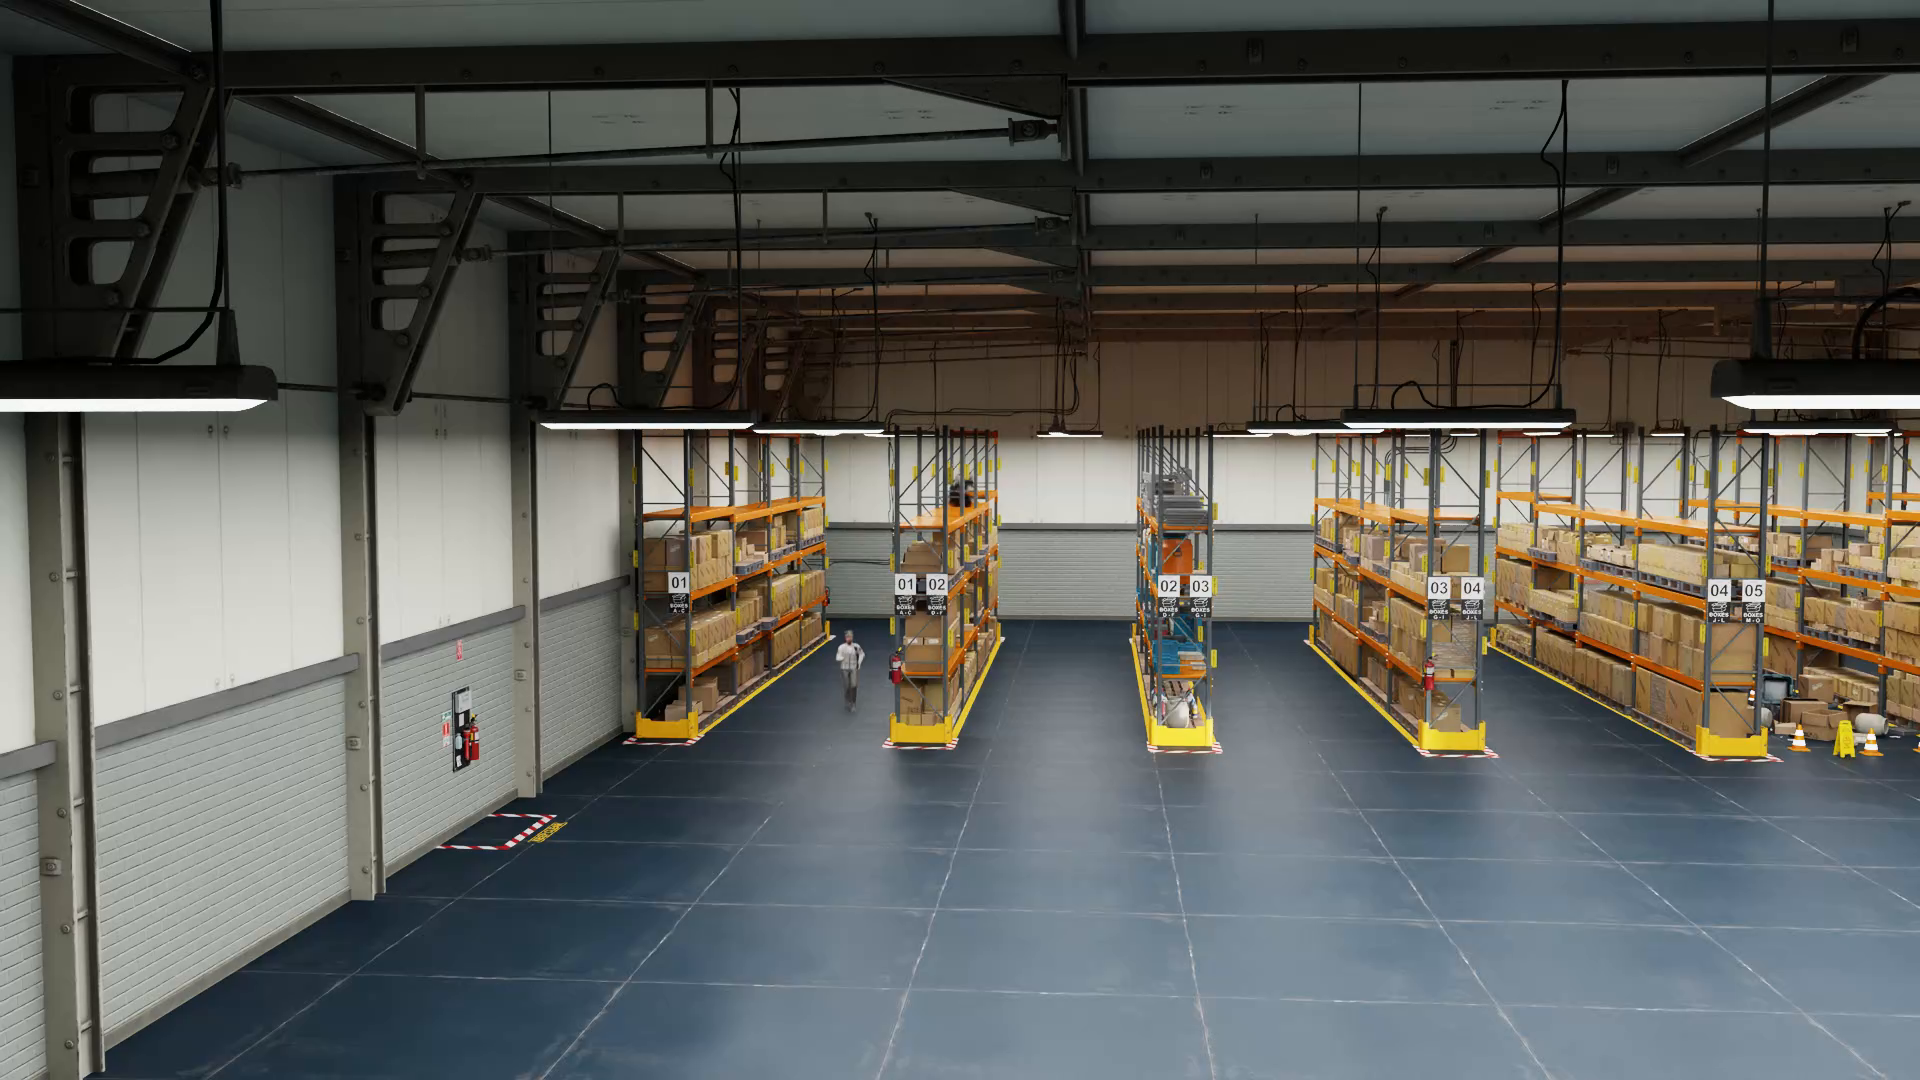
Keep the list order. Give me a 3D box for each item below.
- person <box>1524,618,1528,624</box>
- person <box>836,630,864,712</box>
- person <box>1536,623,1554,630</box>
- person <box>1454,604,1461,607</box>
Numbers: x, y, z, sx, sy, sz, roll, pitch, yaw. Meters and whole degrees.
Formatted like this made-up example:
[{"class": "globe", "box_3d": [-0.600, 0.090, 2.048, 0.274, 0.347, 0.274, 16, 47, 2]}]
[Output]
[{"class": "person", "box_3d": [16.200, 2.044, 47.470, 0.743, 1.613, 1.013, -3, 4, -37]}, {"class": "person", "box_3d": [-2.321, 2.771, 35.129, 0.592, 1.728, 0.684, 0, 3, -3]}, {"class": "person", "box_3d": [16.577, 1.977, 47.460, 0.983, 1.788, 0.671, 1, 3, 11]}, {"class": "person", "box_3d": [13.549, 2.102, 46.227, 0.754, 1.694, 0.641, 3, 5, 44]}]
